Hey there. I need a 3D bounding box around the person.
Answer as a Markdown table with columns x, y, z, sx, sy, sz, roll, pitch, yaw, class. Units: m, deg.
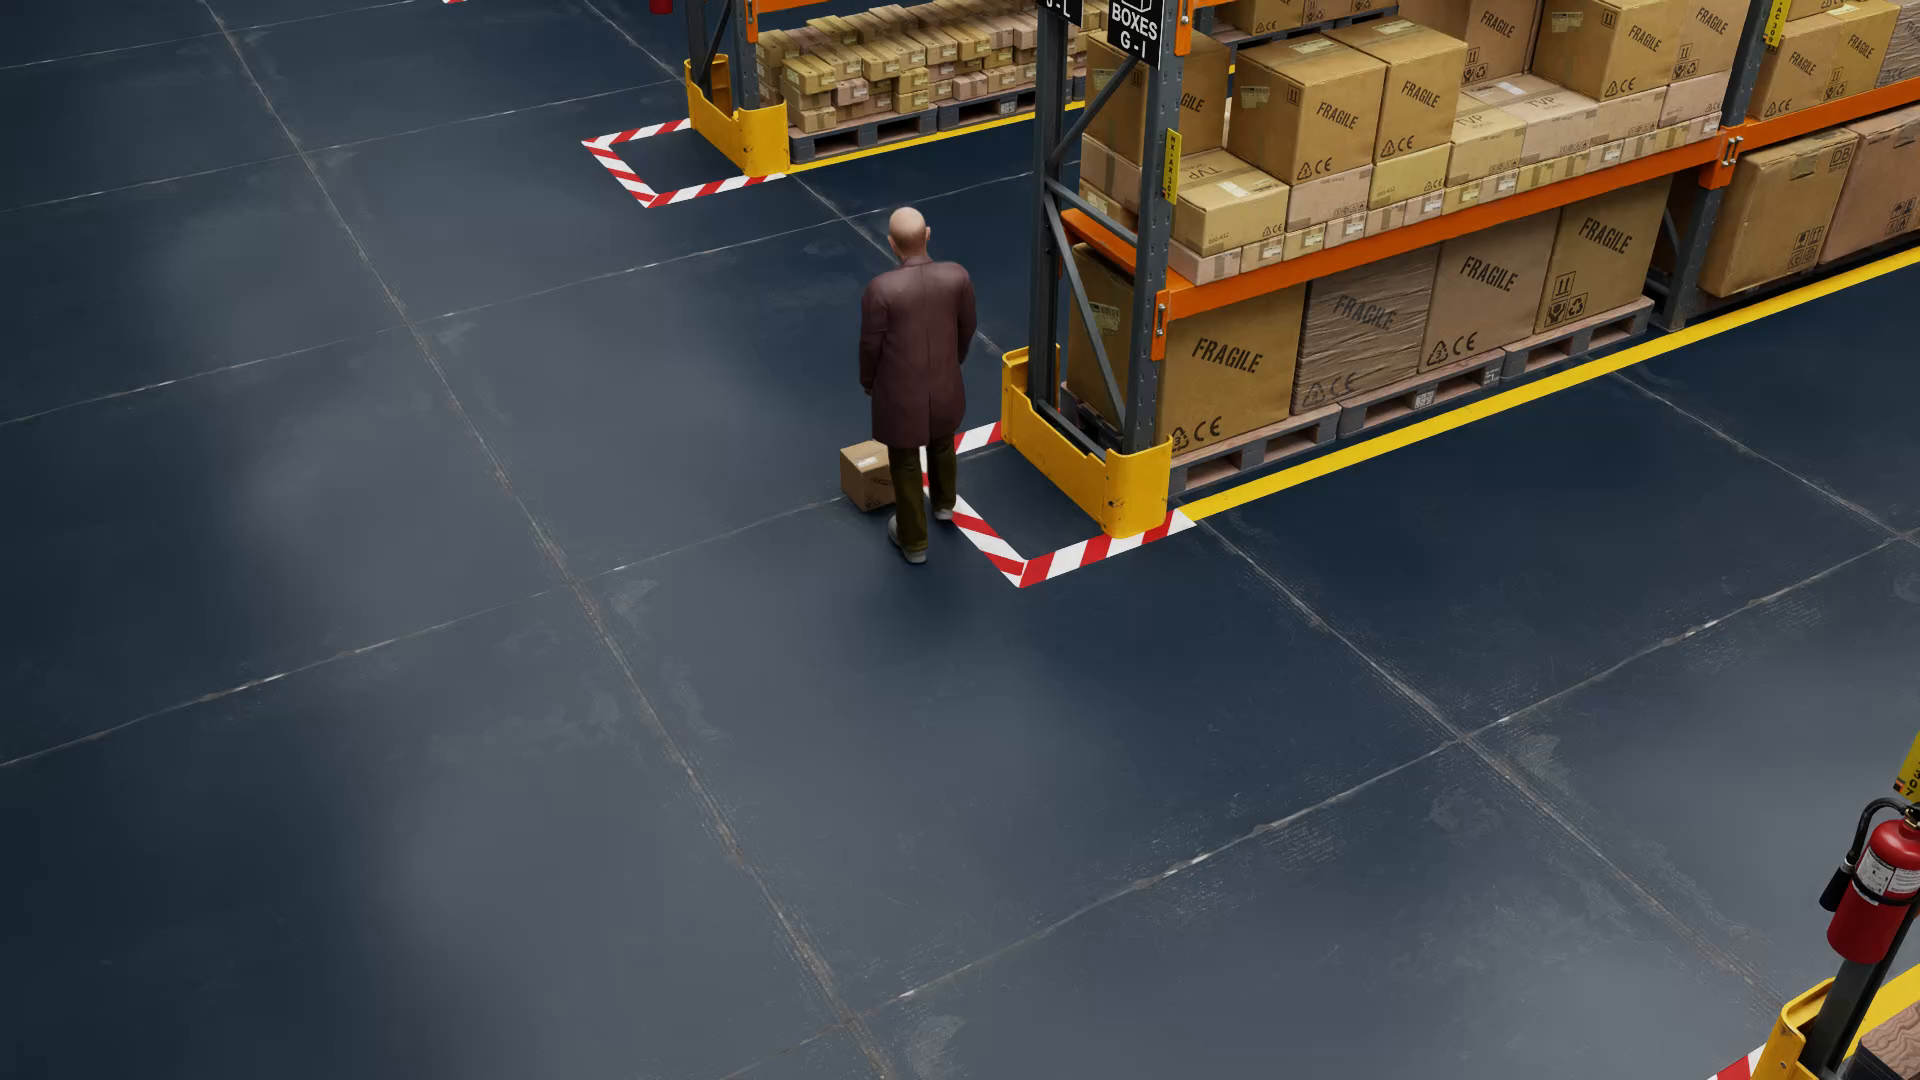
| x | y | z | sx | sy | sz | roll | pitch | yaw | class |
| --- | --- | --- | --- | --- | --- | --- | --- | --- | --- |
| -0.231 | -0.753 | 7.986 | 0.596 | 1.737 | 0.604 | -15 | 39 | -20 | person |
